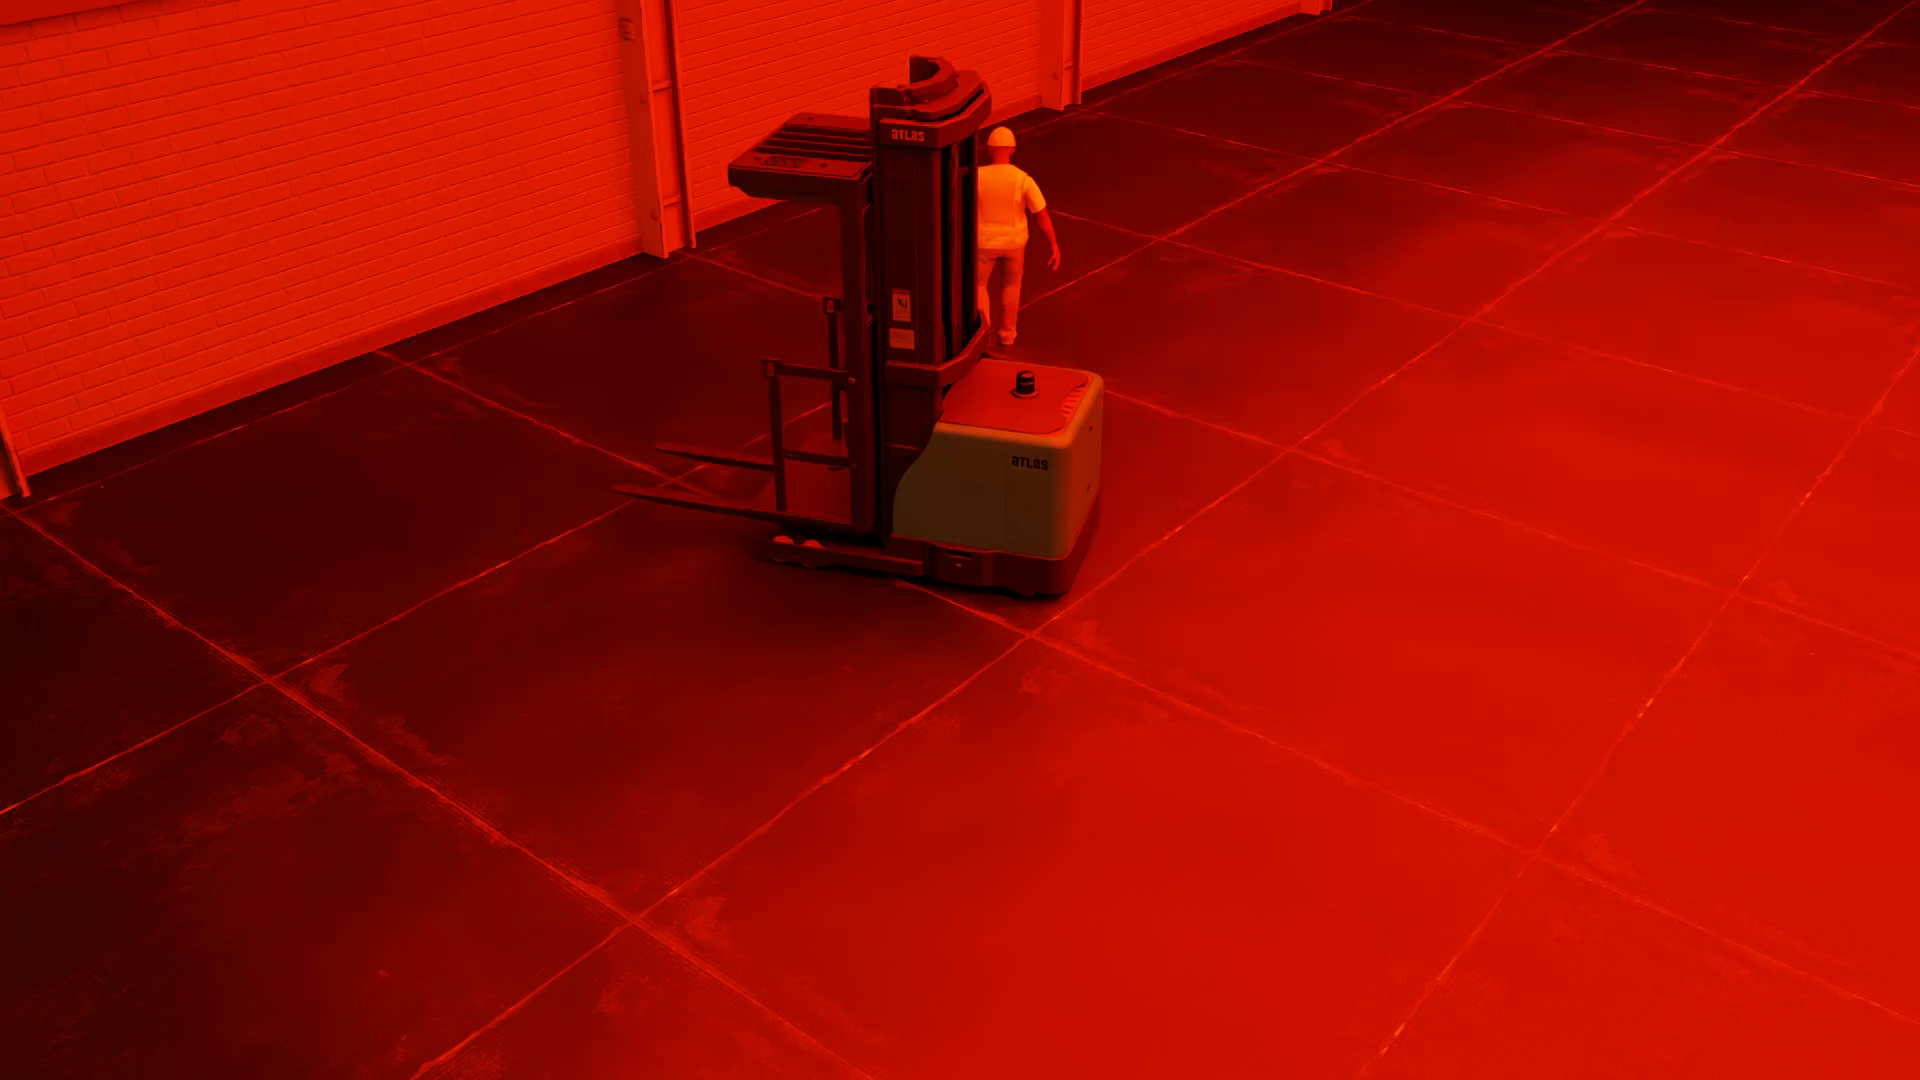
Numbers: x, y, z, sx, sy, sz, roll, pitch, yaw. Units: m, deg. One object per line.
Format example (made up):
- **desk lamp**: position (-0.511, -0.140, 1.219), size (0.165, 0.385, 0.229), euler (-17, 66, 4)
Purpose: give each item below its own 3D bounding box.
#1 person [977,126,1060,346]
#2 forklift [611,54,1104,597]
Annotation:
- **person**: position (0.308, -2.282, 12.677), size (0.907, 1.746, 0.684), euler (1, 30, 1)
- **forklift**: position (-0.686, -1.341, 9.890), size (3.031, 2.935, 1.130), euler (9, 31, 14)
